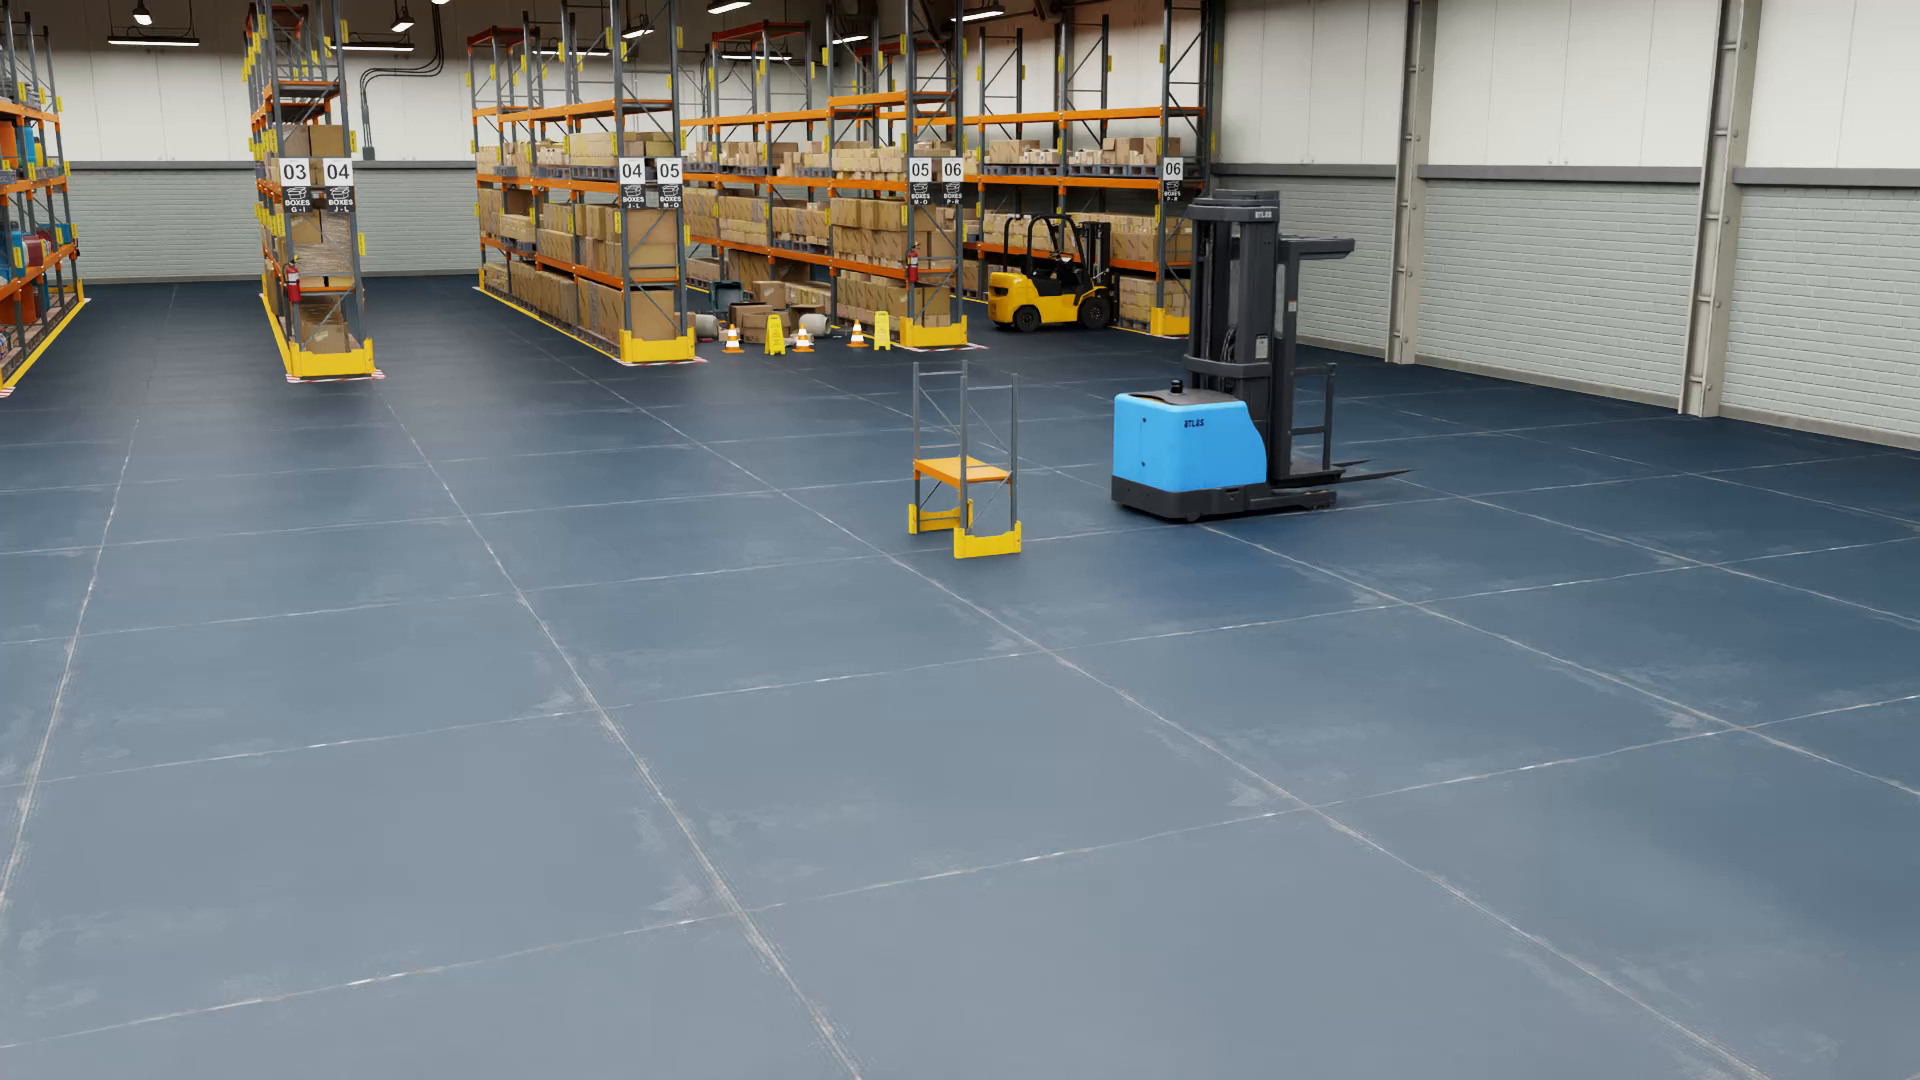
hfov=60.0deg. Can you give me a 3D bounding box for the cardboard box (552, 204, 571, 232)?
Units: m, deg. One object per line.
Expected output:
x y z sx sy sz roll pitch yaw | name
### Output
-7.549 -6.292 32.464 0.700 0.500 0.500 -6 14 -24 | cardboard box

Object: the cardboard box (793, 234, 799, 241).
-3.267 -6.303 34.575 0.380 0.149 0.250 -5 14 -20 | cardboard box

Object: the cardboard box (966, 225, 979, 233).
0.296 -7.160 38.281 0.380 0.149 0.250 -5 14 -22 | cardboard box

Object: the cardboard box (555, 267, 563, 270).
-8.185 -5.576 34.761 0.500 0.250 0.500 -6 14 -26 | cardboard box

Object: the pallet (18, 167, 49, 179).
-17.996 -6.994 31.703 1.003 0.211 1.213 -6 14 -23 | pallet

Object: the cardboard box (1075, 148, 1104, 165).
2.623 -7.628 33.068 0.500 0.311 0.500 -5 14 -22 | cardboard box

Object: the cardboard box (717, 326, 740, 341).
-4.152 -3.713 29.823 0.396 0.266 0.258 -3 13 -13 | cardboard box

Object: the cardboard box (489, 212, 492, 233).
-10.776 -7.473 39.126 0.500 0.500 0.500 -6 14 -24 | cardboard box

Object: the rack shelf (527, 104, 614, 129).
-7.330 -8.024 31.565 1.077 0.370 4.000 -6 14 -23 | rack shelf

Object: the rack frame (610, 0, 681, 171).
-4.926 -7.330 26.083 1.000 3.000 0.127 -6 14 -23 | rack frame

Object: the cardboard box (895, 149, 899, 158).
-0.905 -6.702 28.813 0.380 0.149 0.250 -5 14 -22 | cardboard box

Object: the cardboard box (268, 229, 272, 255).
-13.546 -5.972 33.297 0.500 0.500 0.500 -6 14 -25 | cardboard box

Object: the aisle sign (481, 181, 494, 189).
-11.639 -8.967 40.697 0.394 0.787 0.004 -6 14 -23 | aisle sign

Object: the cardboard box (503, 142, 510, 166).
-9.682 -8.513 36.693 0.700 0.500 0.500 -6 14 -23 | cardboard box

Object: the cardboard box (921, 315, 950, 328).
-0.501 -3.932 29.872 0.500 0.250 0.500 -6 14 -23 | cardboard box

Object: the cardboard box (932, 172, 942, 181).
-0.266 -6.312 28.894 0.380 0.149 0.250 -6 14 -23 | cardboard box

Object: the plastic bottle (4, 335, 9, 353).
-14.949 -3.073 26.045 0.061 0.283 0.133 -5 14 -19 | plastic bottle

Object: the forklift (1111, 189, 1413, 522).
2.972 -1.807 15.676 3.031 2.935 1.130 -7 15 -27 | forklift

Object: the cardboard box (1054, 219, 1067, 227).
2.173 -6.566 34.426 0.380 0.149 0.250 -5 14 -21 | cardboard box

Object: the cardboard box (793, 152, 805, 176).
-2.998 -7.727 34.222 0.797 0.503 0.637 -6 14 -23 | cardboard box

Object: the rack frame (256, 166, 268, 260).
-15.920 -7.286 39.196 1.000 3.000 0.127 -6 14 -23 | rack frame

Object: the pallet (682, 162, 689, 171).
-6.533 -9.447 42.078 1.003 0.211 1.213 -6 14 -23 | pallet

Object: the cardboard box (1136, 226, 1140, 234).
3.543 -5.844 31.310 0.380 0.149 0.250 -5 14 -22 | cardboard box

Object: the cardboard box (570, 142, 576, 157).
-6.589 -6.894 29.371 0.500 0.250 0.500 -6 14 -23 | cardboard box

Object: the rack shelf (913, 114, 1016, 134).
0.110 -9.768 39.098 1.077 0.370 4.000 -6 14 -23 | rack shelf

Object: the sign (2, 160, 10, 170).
-15.143 -5.872 26.417 0.100 0.325 0.005 -6 14 -23 | sign

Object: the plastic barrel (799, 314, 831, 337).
-2.646 -3.910 30.325 0.512 0.421 0.421 4 14 16 | plastic barrel

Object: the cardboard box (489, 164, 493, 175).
-10.570 -8.561 38.386 0.500 0.250 0.500 -6 14 -24 | cardboard box

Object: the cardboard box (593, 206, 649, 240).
-5.775 -5.417 28.397 0.875 0.550 0.500 -6 14 -23 | cardboard box

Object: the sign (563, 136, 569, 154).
-7.022 -7.049 29.677 0.100 0.325 0.005 -6 14 -23 | sign

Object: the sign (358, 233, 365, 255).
-9.014 -4.451 25.028 0.100 0.325 0.005 -6 14 -23 | sign

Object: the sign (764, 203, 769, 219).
-4.143 -7.041 35.572 0.100 0.325 0.005 -6 14 -23 | sign

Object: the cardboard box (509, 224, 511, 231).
-9.466 -6.720 35.718 0.380 0.149 0.250 -6 14 -24 | cardboard box

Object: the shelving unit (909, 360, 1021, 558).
0.031 -0.715 14.133 0.587 1.500 1.083 -6 14 -23 | shelving unit

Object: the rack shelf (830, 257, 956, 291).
-1.232 -4.938 30.648 1.077 0.370 4.000 -6 14 -23 | rack shelf

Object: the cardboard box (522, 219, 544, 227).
-8.747 -6.492 34.073 0.380 0.149 0.250 -6 14 -25 | cardboard box

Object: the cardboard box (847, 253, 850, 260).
-1.918 -5.385 31.543 0.380 0.149 0.250 -6 14 -23 | cardboard box

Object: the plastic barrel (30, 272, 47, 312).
-18.370 -4.934 32.758 0.600 0.901 0.708 -6 14 -23 | plastic barrel

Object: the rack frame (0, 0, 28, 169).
-17.254 -8.108 29.446 1.000 3.000 0.127 -6 14 -23 | rack frame

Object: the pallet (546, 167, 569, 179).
-7.373 -7.070 32.032 1.003 0.211 1.213 -5 14 -20 | pallet

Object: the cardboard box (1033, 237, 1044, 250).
1.865 -6.261 35.104 0.500 0.250 0.500 -6 14 -23 | cardboard box

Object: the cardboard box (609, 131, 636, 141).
-5.372 -6.427 26.469 0.380 0.149 0.250 -5 14 -22 | cardboard box

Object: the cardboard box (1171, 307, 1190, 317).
4.098 -4.308 31.499 0.500 0.250 0.500 -6 14 -23 | cardboard box

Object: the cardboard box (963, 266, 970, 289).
0.354 -6.136 38.842 0.500 0.500 0.500 -6 14 -24 | cardboard box

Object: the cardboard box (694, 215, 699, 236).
-6.280 -7.794 41.170 0.500 0.500 0.500 -5 14 -21 | cardboard box

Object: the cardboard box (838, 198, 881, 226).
-1.871 -6.164 31.252 0.700 0.500 0.500 -6 14 -23 | cardboard box

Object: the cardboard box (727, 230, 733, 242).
-5.095 -7.060 38.553 0.500 0.250 0.500 -6 14 -24 | cardboard box

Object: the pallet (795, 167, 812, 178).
-2.601 -7.423 33.552 1.213 0.211 1.003 -6 14 -23 | pallet

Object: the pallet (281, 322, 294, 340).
-11.919 -3.861 30.584 1.003 0.211 1.213 -6 14 -23 | pallet

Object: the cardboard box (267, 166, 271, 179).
-12.341 -6.690 30.301 0.500 0.250 0.500 -5 14 -22 | cardboard box

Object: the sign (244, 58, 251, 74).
-14.836 -9.869 34.631 0.100 0.325 0.005 -6 14 -23 | sign

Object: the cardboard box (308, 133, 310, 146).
-10.700 -6.635 27.743 0.500 0.500 0.500 -6 14 -25 | cardboard box

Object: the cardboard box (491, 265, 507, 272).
-11.057 -6.526 39.985 0.380 0.149 0.250 -6 14 -26 | cardboard box
